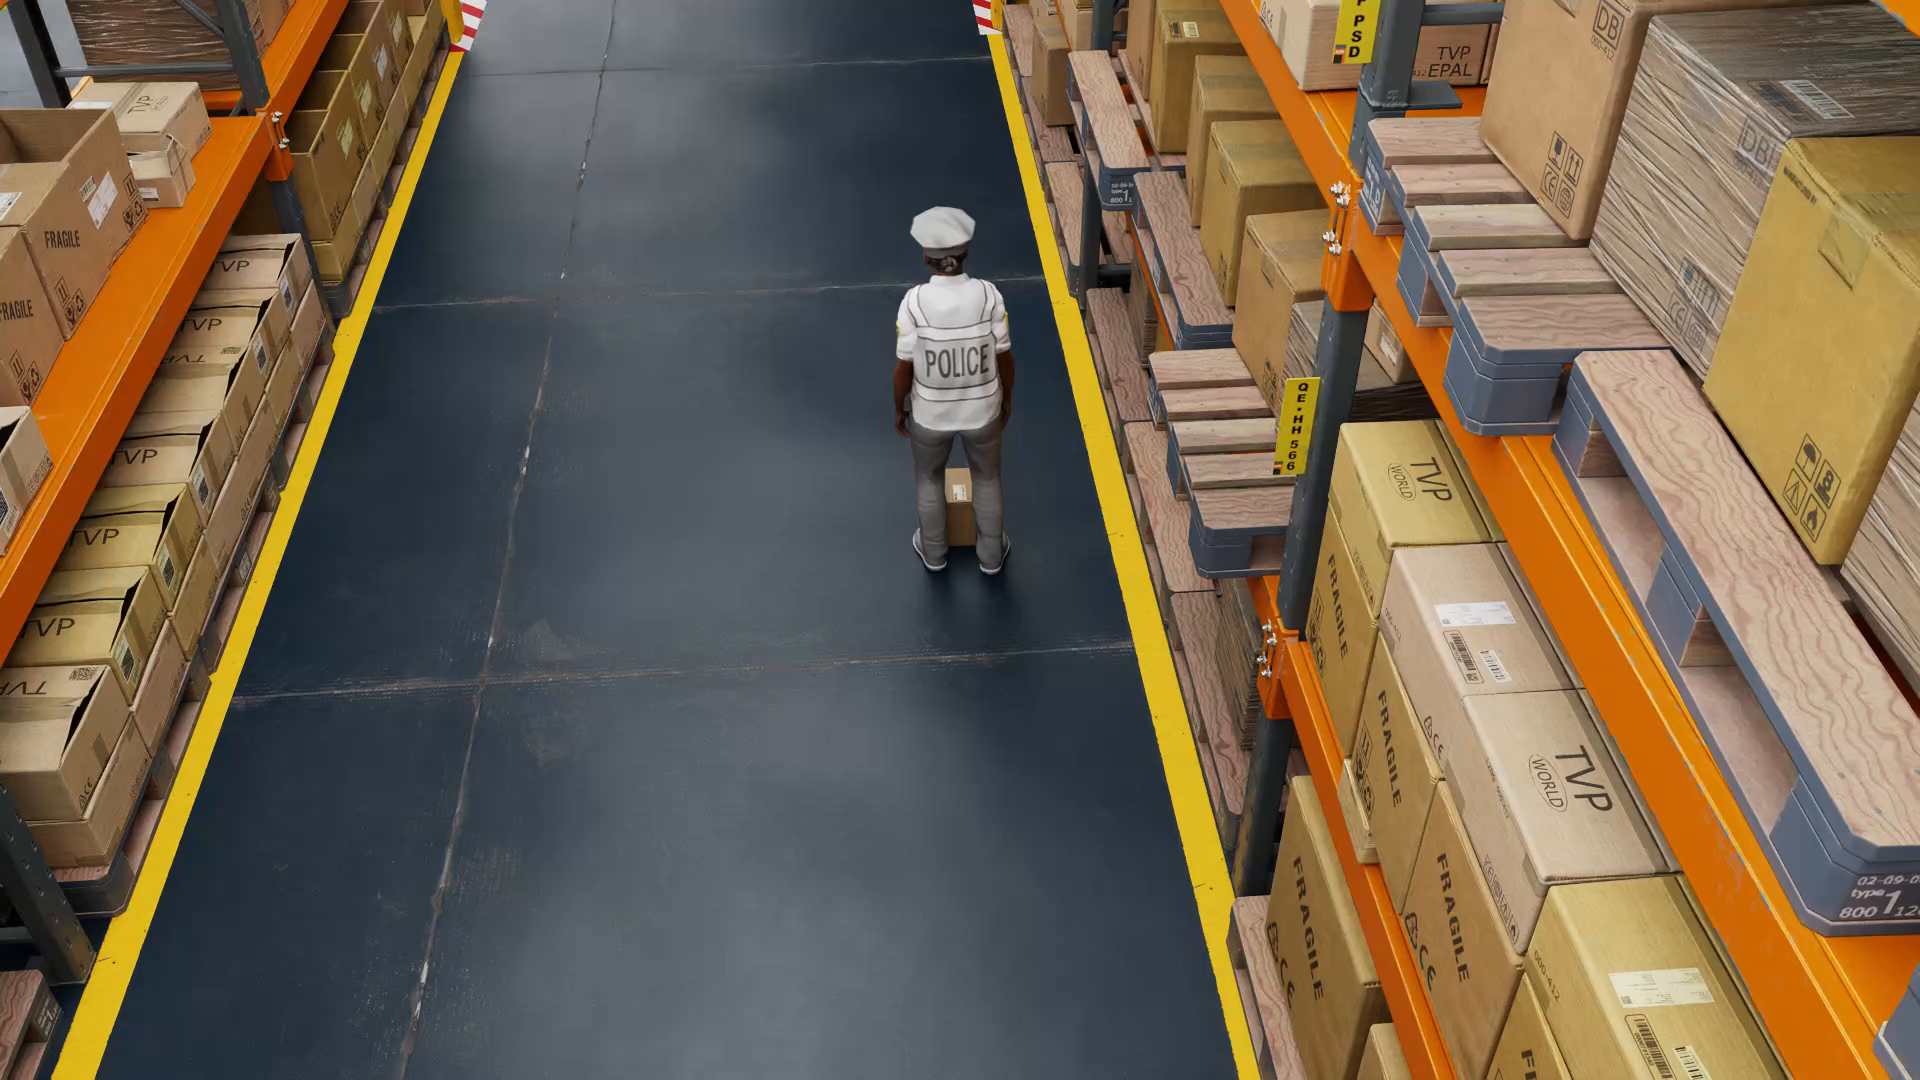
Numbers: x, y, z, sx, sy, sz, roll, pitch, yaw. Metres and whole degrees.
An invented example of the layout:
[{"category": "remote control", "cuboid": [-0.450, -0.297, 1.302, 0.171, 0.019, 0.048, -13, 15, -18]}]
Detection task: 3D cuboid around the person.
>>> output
[{"category": "person", "cuboid": [-0.023, -0.551, 6.828, 0.510, 1.657, 0.425, -5, 40, -6]}]
